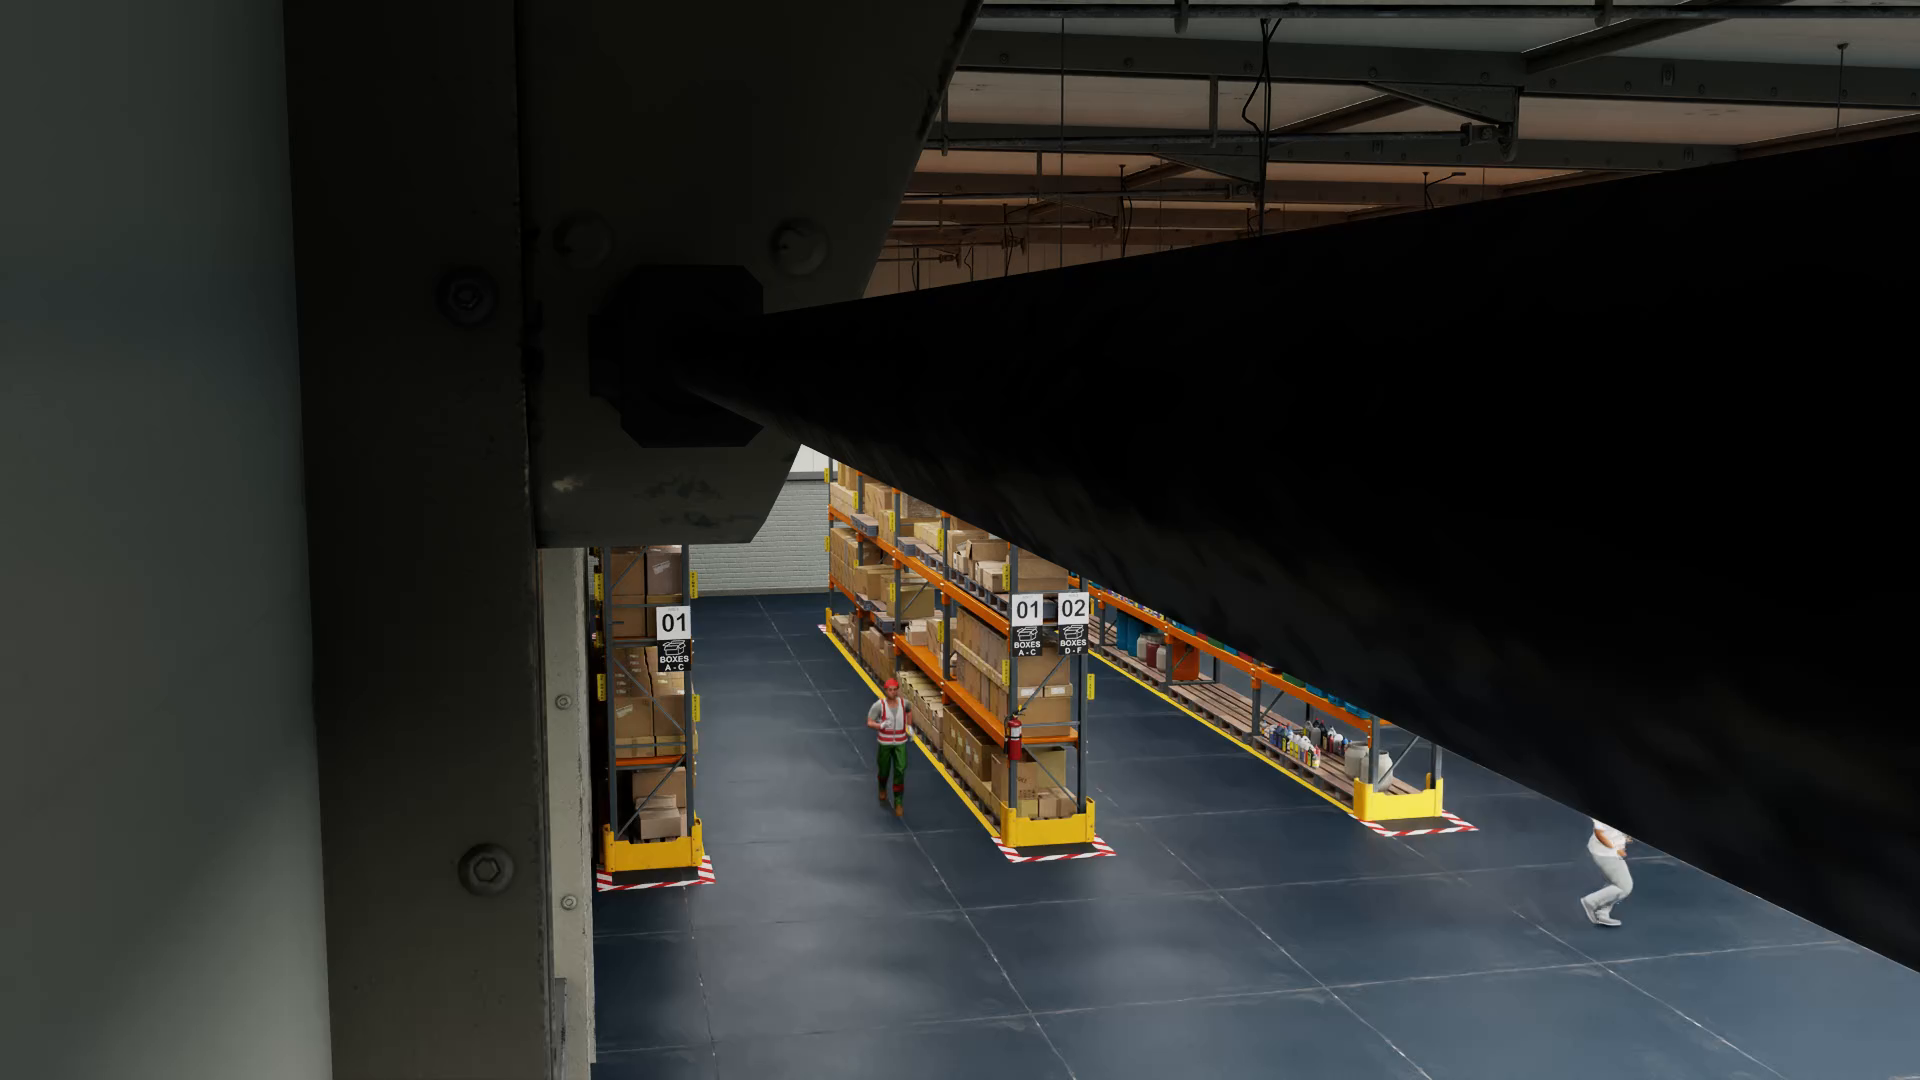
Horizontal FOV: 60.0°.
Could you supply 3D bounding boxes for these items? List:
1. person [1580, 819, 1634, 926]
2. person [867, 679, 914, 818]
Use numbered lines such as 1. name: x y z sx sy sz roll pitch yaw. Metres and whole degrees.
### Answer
1. person: 7.028 3.394 18.025 0.568 1.618 0.603 1 7 12
2. person: -0.937 2.750 22.469 0.669 1.798 0.943 -1 7 -12
